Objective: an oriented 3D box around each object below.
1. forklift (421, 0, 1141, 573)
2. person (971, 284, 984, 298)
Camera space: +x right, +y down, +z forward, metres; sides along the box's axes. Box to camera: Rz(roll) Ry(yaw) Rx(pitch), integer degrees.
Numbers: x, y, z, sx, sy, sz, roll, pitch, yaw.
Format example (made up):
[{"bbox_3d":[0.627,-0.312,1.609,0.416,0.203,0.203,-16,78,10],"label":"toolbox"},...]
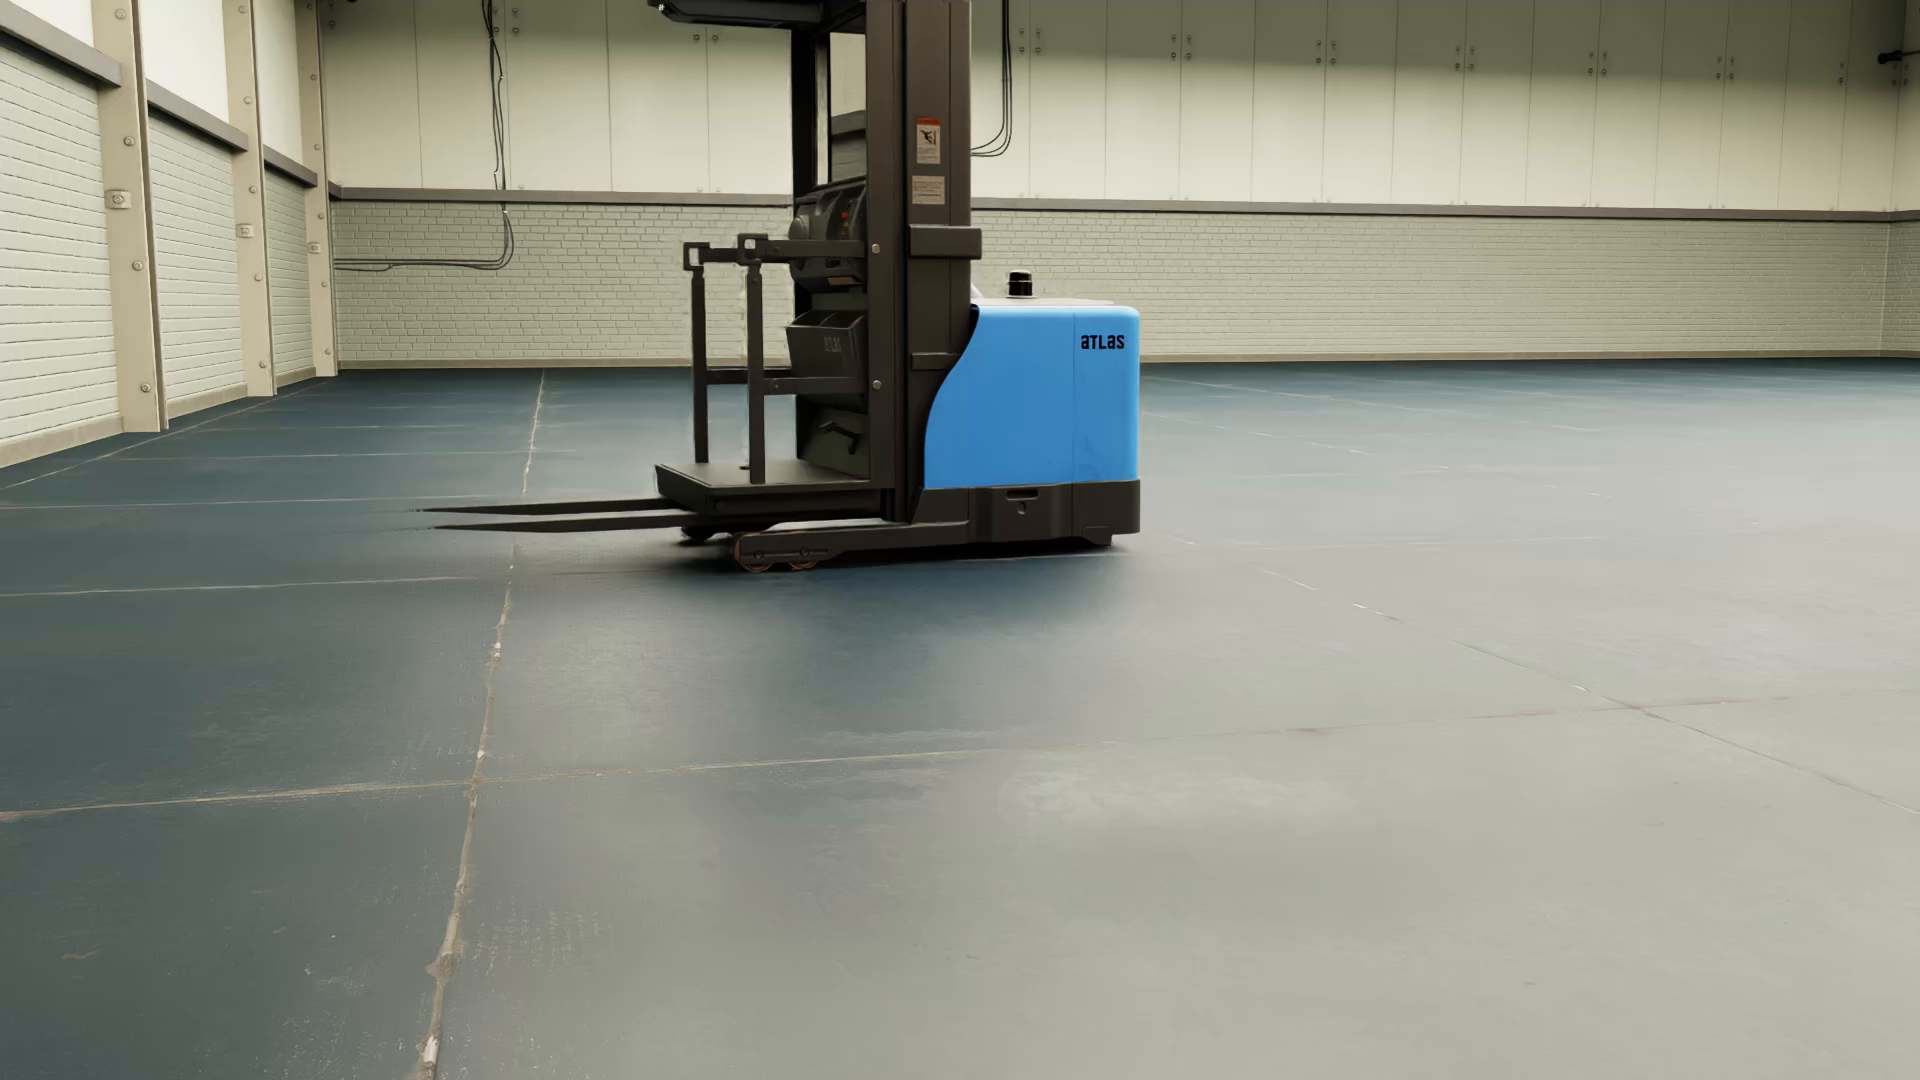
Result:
[{"bbox_3d":[-0.760,-1.402,7.147,3.031,2.935,1.130,-3,9,-22],"label":"forklift"},{"bbox_3d":[-0.154,-0.975,9.632,1.125,1.579,0.526,-5,9,-32],"label":"person"}]
